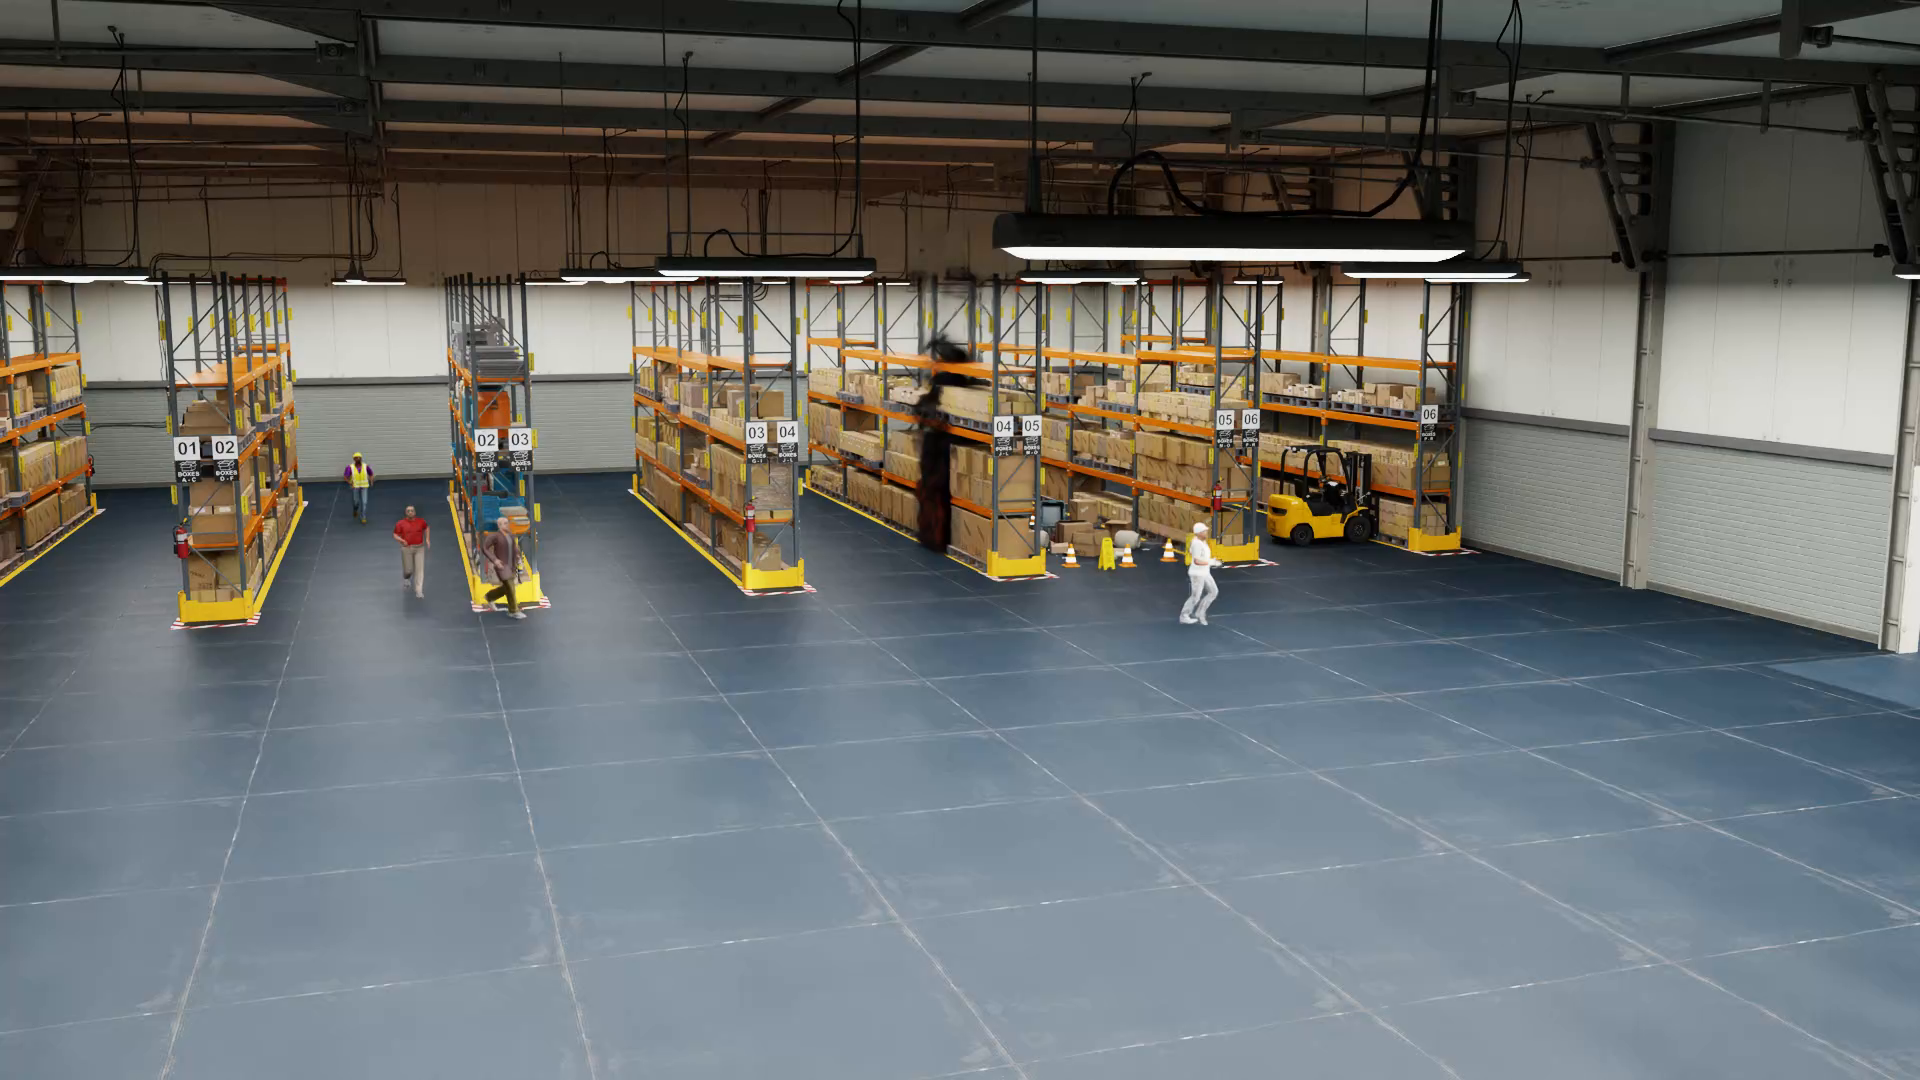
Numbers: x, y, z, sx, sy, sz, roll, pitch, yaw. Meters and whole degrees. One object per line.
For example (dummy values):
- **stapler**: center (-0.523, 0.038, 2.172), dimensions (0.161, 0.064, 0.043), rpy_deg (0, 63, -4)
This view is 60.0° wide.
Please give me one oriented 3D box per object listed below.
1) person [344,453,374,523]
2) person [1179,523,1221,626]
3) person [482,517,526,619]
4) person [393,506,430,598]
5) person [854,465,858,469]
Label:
- **person**: center (-14.763, -1.289, 40.904), dimensions (0.708, 1.724, 0.708), rpy_deg (-4, 10, -26)
- **person**: center (4.105, 0.601, 28.276), dimensions (0.720, 1.802, 0.653), rpy_deg (3, 9, 20)
- **person**: center (-8.008, 0.474, 29.106), dimensions (0.968, 1.766, 0.715), rpy_deg (4, 9, 23)
- **person**: center (-10.224, 0.199, 31.114), dimensions (0.678, 1.693, 0.972), rpy_deg (-4, 10, -26)
- **person**: center (-2.958, -2.646, 50.239), dimensions (0.766, 1.641, 0.528), rpy_deg (-3, 9, -19)
